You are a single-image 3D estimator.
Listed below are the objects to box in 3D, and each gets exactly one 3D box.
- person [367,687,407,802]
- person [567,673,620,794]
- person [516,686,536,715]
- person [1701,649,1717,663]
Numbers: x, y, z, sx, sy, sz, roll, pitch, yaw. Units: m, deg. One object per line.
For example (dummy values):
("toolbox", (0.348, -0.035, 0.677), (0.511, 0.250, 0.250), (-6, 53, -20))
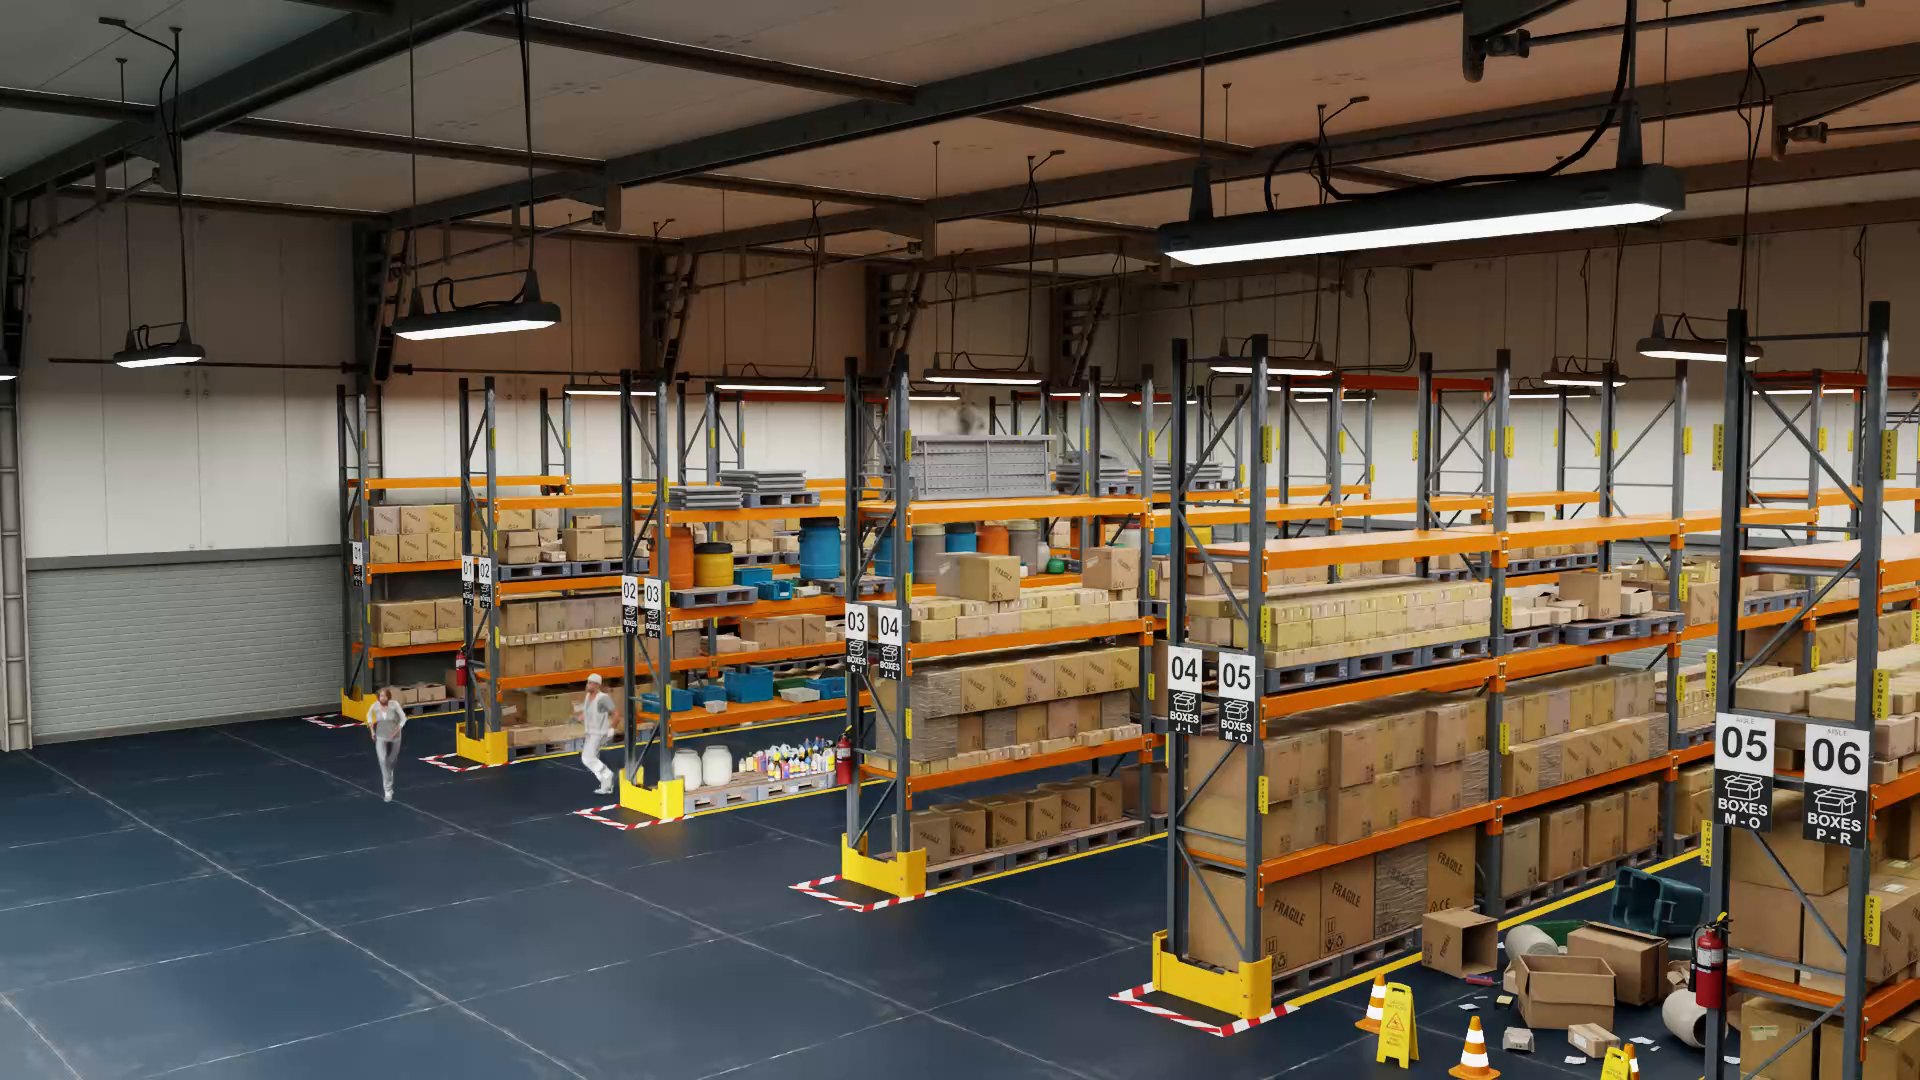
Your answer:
("person", (-8.121, 2.856, 23.573), (0.537, 1.555, 0.956), (-1, 4, -18))
("person", (-5.191, 2.755, 23.514), (0.620, 1.732, 0.687), (-3, 5, -43))
("person", (-7.351, 2.480, 28.324), (0.614, 1.635, 0.580), (4, 5, 45))
("person", (11.678, 2.593, 25.750), (0.907, 1.825, 0.664), (-3, 5, -35))
